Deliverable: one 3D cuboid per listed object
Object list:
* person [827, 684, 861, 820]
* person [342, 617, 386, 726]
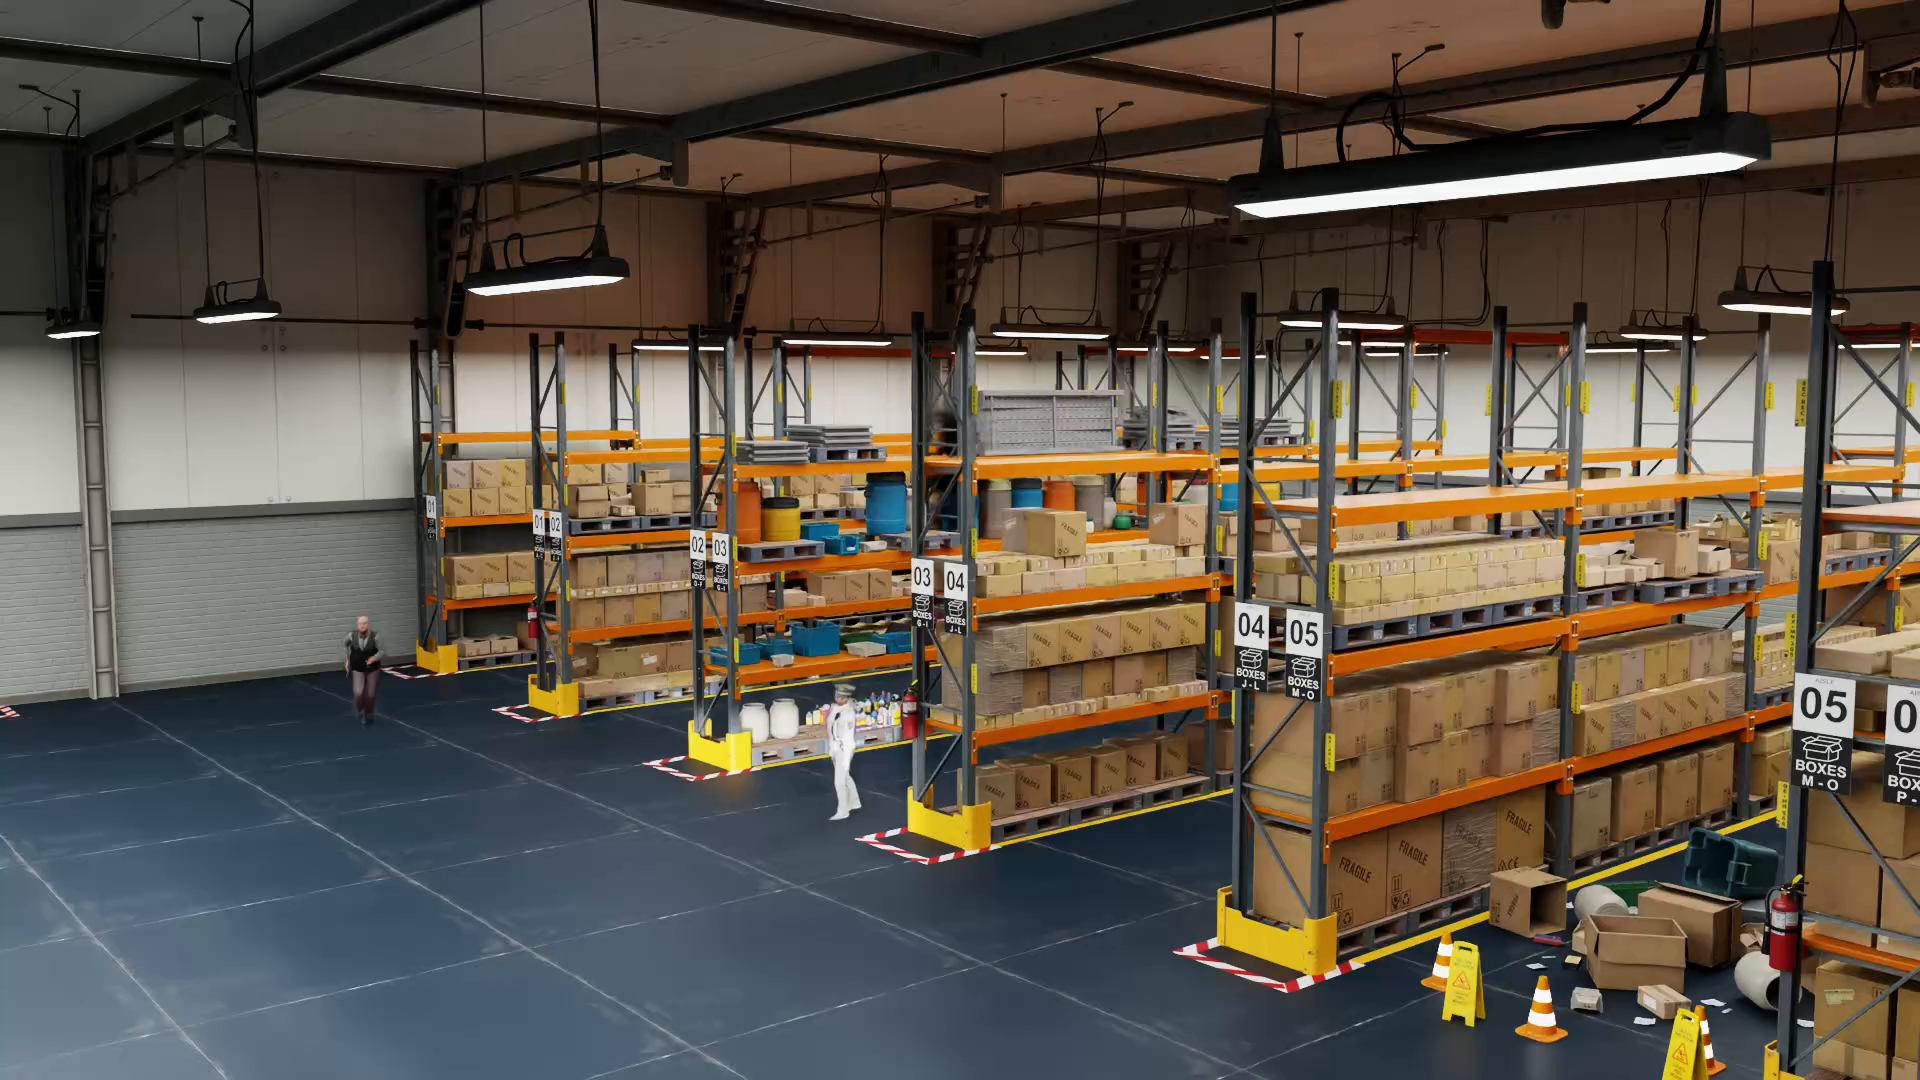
[{"bbox_3d":[-1.373,2.531,19.923,0.489,1.681,0.703,-2,6,-21],"label":"person"},{"bbox_3d":[-9.047,1.999,25.268,0.650,1.701,0.777,-1,5,-14],"label":"person"}]
